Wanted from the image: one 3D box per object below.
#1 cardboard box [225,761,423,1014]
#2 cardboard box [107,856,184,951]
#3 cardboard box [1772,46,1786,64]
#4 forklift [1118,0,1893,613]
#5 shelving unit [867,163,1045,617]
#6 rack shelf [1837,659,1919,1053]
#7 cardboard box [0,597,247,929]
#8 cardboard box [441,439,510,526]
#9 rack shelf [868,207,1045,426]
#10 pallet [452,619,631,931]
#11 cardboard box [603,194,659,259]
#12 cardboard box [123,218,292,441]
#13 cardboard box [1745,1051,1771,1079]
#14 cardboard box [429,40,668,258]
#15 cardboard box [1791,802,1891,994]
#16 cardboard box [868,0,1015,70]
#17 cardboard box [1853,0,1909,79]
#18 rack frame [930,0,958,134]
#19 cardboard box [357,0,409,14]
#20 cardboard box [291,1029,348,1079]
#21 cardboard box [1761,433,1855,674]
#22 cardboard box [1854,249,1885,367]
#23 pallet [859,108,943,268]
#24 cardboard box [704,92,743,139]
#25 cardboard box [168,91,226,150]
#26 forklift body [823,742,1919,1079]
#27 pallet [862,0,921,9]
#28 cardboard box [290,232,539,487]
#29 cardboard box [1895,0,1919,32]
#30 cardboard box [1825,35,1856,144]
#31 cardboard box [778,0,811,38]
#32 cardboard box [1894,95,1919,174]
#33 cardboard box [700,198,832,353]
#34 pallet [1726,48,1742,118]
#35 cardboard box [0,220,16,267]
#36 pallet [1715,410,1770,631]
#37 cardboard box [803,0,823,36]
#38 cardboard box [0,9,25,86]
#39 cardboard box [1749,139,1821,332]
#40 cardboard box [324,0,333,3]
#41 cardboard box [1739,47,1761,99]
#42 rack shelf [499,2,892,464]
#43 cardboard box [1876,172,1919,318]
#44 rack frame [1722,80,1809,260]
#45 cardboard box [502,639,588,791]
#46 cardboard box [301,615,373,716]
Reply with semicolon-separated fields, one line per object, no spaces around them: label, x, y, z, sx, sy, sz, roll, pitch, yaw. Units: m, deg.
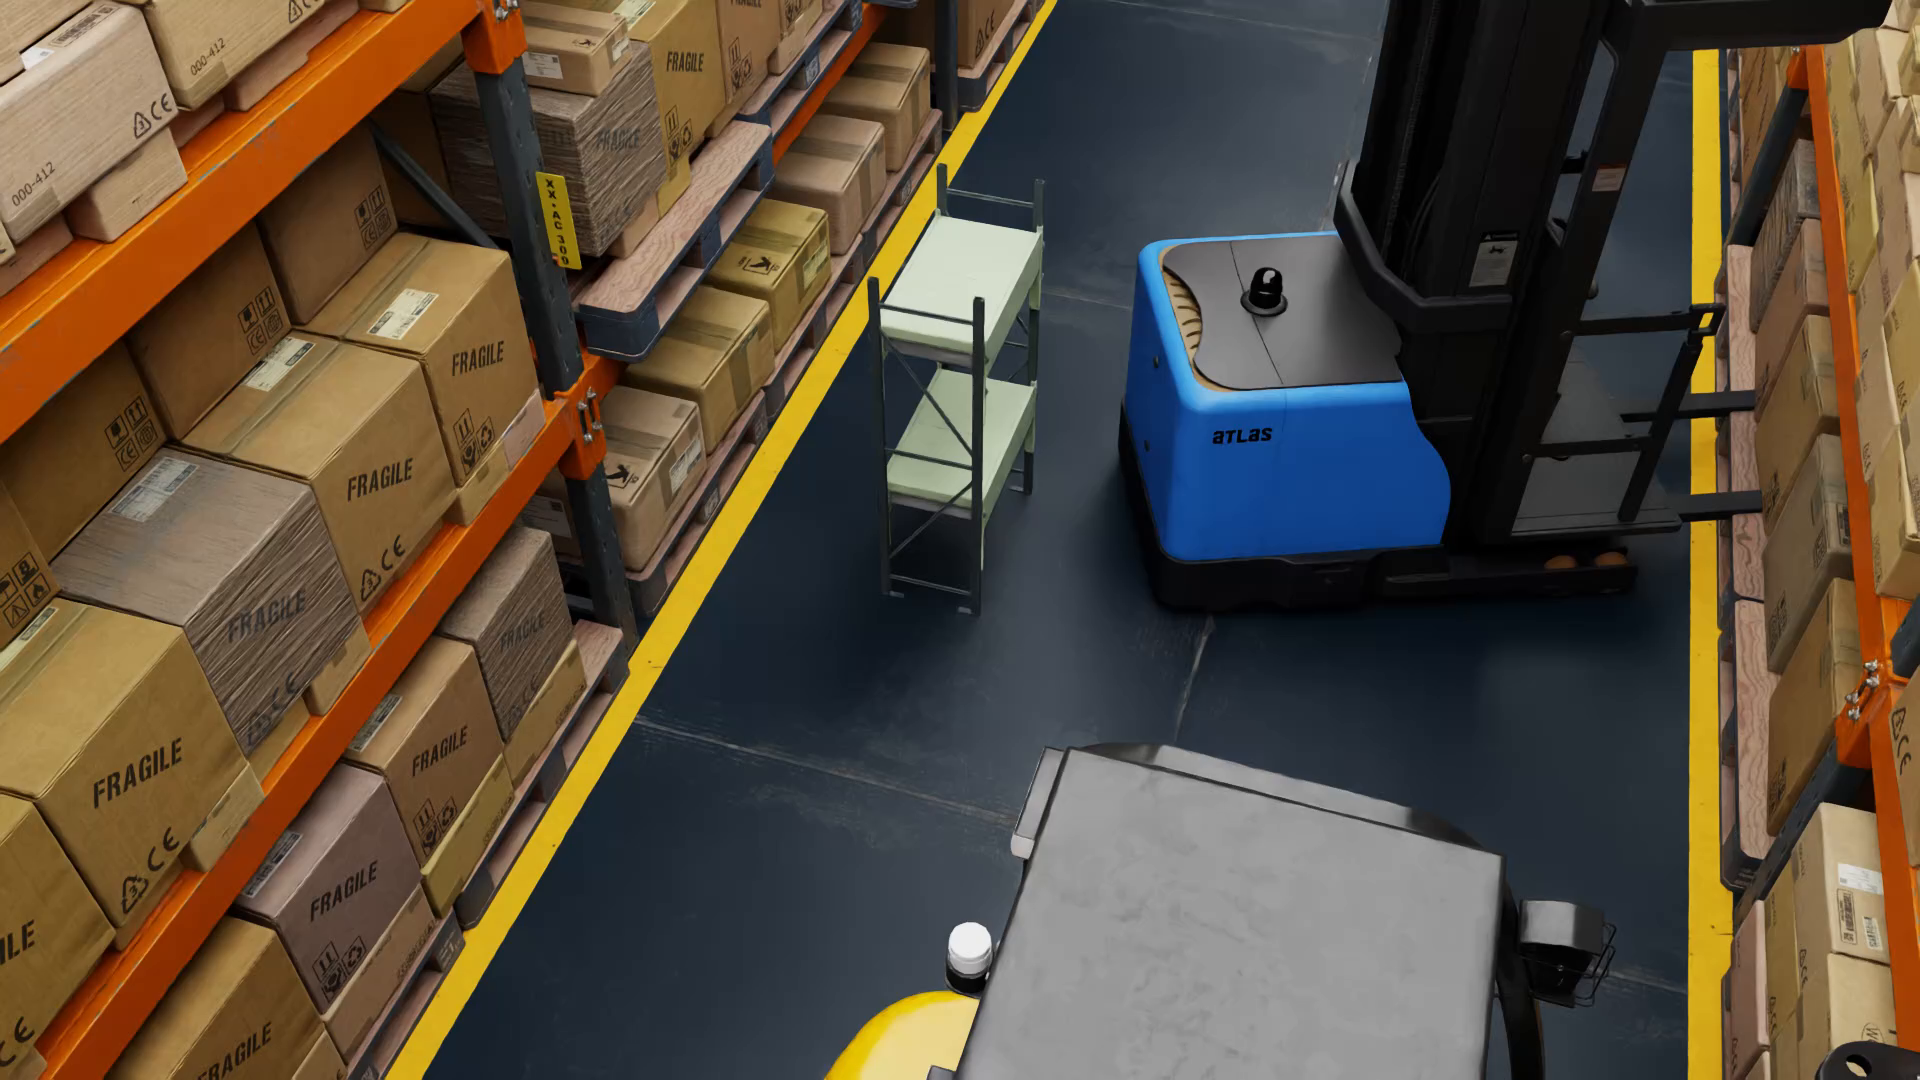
cardboard box;-1.947;0.947;4.768;0.500;0.500;0.500;15;46;15
cardboard box;-2.110;0.796;3.971;0.380;0.149;0.250;11;46;11
cardboard box;4.187;-2.426;8.108;0.380;0.149;0.250;10;45;10
forklift;2.218;-1.195;5.876;3.031;2.935;1.130;-4;45;-4
shelving unit;-0.002;-0.532;6.221;0.431;1.500;0.755;13;46;12
rack shelf;2.408;1.890;3.188;1.077;0.370;4.000;13;46;13
cardboard box;-2.068;0.492;3.819;0.500;0.500;0.500;12;46;12
cardboard box;-1.593;-0.213;5.002;0.380;0.149;0.250;13;46;13
rack shelf;-0.002;-0.811;5.948;0.431;0.370;0.720;13;46;12
pallet;-1.887;0.703;5.881;1.003;0.211;1.213;13;46;13
cardboard box;-1.249;-1.111;5.620;0.380;0.149;0.250;13;46;13
cardboard box;-2.233;-0.665;4.286;0.700;0.500;0.500;13;46;13
cardboard box;2.413;1.727;4.507;0.500;0.250;0.500;12;46;12
cardboard box;-1.302;-1.293;5.342;0.500;0.500;0.500;14;46;14
cardboard box;2.569;1.031;4.502;0.500;0.250;0.500;12;46;12
cardboard box;-0.218;-3.249;9.144;0.875;0.875;0.875;12;46;12
cardboard box;3.706;-1.914;6.311;0.500;0.250;0.500;14;46;14
rack frame;-0.506;-3.415;8.095;1.000;3.000;0.127;13;46;13
cardboard box;-1.522;-1.456;4.128;0.380;0.149;0.250;13;46;13
cardboard box;-2.106;1.566;4.671;0.500;0.250;0.500;15;46;15
cardboard box;3.404;0.133;5.867;0.875;0.625;0.625;12;46;12
cardboard box;3.244;-0.699;5.427;0.500;0.250;0.500;13;46;13
pallet;-0.744;-1.898;8.539;1.003;0.211;1.213;13;46;13
cardboard box;-1.034;-1.643;6.164;0.380;0.149;0.250;13;46;13
cardboard box;-1.859;-0.972;3.634;0.380;0.149;0.250;11;45;11
forklift body;0.638;1.619;3.558;2.313;2.155;1.214;13;46;13
pallet;-0.621;-2.849;7.654;1.213;0.211;1.003;13;46;13
cardboard box;-1.615;-0.542;4.875;0.500;0.500;0.500;11;46;11
cardboard box;3.648;-1.952;6.065;0.380;0.149;0.250;13;46;13
cardboard box;3.701;-1.735;6.485;0.500;0.250;0.500;12;46;12
cardboard box;-0.843;-2.298;6.370;0.500;0.500;0.500;11;45;11
cardboard box;3.271;-1.294;5.392;0.380;0.149;0.250;11;46;11
cardboard box;-1.138;-1.254;7.465;0.950;0.372;0.625;14;46;14
pallet;4.859;-2.670;9.328;1.003;0.211;1.213;13;46;13
cardboard box;-2.054;-0.507;2.873;0.500;0.250;0.500;13;46;13
pallet;3.568;-0.019;6.618;1.003;0.211;1.213;13;46;13
cardboard box;-0.775;-2.158;6.690;0.380;0.149;0.250;11;45;11
cardboard box;-1.934;-0.880;2.969;0.380;0.149;0.250;13;46;13
cardboard box;4.024;-1.255;7.285;0.875;0.625;0.625;14;46;14
cardboard box;-1.595;-1.521;3.910;0.500;0.250;0.500;12;46;12
cardboard box;4.466;-2.631;8.781;0.500;0.500;0.500;14;46;14
rack shelf;-1.112;-1.825;6.985;1.077;0.370;4.000;13;46;13
cardboard box;3.228;-0.891;5.265;0.500;0.250;0.500;13;46;13
rack frame;4.225;-2.366;7.024;1.000;3.000;0.127;13;46;13
cardboard box;-1.640;0.535;5.725;0.500;0.250;0.500;14;46;14
cardboard box;-1.829;0.297;4.481;0.380;0.149;0.250;12;46;12
